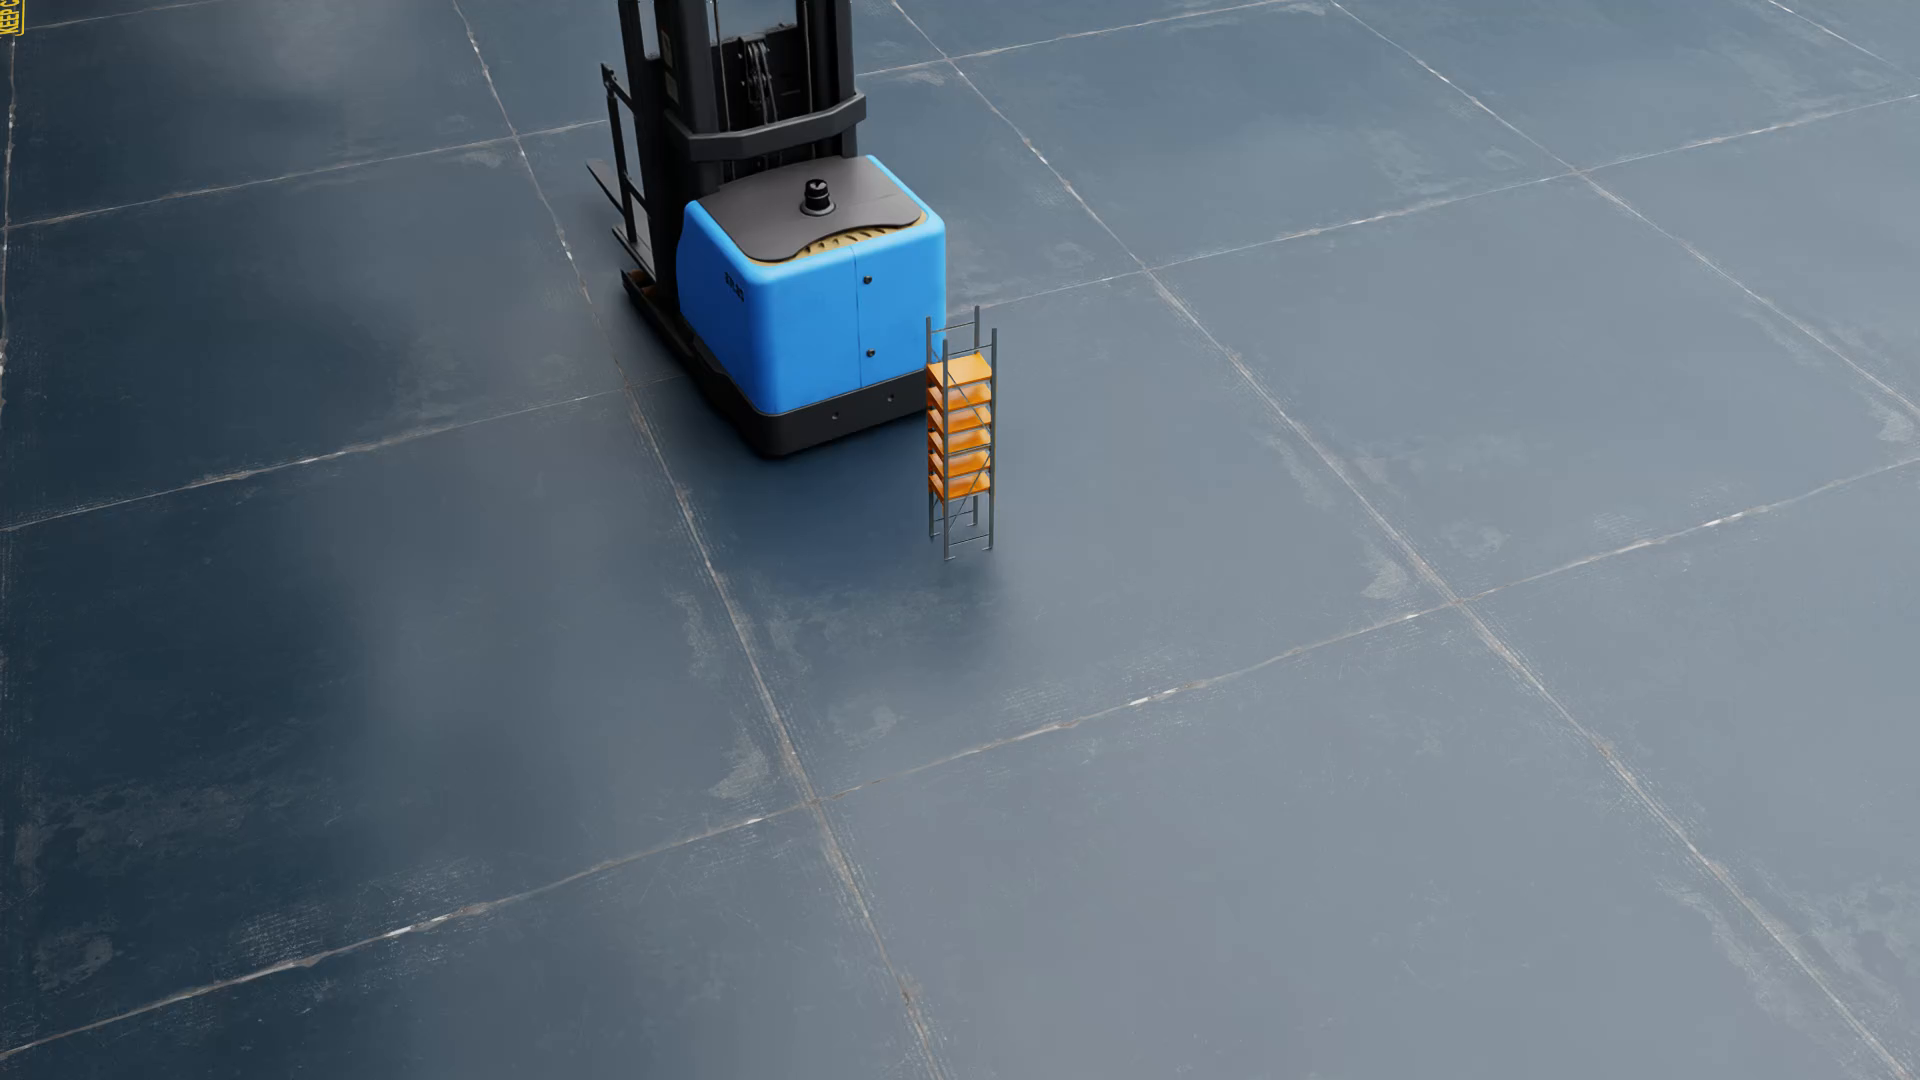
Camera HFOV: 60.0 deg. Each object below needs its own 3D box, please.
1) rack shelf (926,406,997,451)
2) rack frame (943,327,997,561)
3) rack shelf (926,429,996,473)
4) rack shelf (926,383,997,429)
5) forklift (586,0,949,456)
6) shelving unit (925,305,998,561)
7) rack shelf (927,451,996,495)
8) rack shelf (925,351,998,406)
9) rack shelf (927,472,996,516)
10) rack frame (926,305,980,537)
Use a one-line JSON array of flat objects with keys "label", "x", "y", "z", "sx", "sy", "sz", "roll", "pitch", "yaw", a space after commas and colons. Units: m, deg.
[{"label": "rack shelf", "x": 0.006, "y": -0.504, "z": 7.218, "sx": 0.258, "sy": 0.103, "sz": 0.180, "roll": -15, "pitch": 43, "yaw": -17}, {"label": "rack frame", "x": 0.041, "y": -0.391, "z": 7.203, "sx": 0.240, "sy": 1.200, "sz": 0.006, "roll": -15, "pitch": 43, "yaw": -17}, {"label": "rack shelf", "x": 0.006, "y": -0.413, "z": 7.296, "sx": 0.258, "sy": 0.103, "sz": 0.180, "roll": -15, "pitch": 43, "yaw": -17}, {"label": "rack shelf", "x": 0.006, "y": -0.594, "z": 7.140, "sx": 0.258, "sy": 0.103, "sz": 0.180, "roll": -15, "pitch": 43, "yaw": -17}, {"label": "forklift", "x": -1.211, "y": -2.466, "z": 8.289, "sx": 1.130, "sy": 2.935, "sz": 3.031, "roll": -20, "pitch": 45, "yaw": -22}, {"label": "shelving unit", "x": 0.006, "y": -0.446, "z": 7.267, "sx": 0.258, "sy": 1.200, "sz": 0.189, "roll": -15, "pitch": 43, "yaw": -17}, {"label": "rack shelf", "x": 0.006, "y": -0.322, "z": 7.374, "sx": 0.258, "sy": 0.103, "sz": 0.180, "roll": -15, "pitch": 43, "yaw": -17}, {"label": "rack shelf", "x": 0.006, "y": -0.685, "z": 7.062, "sx": 0.258, "sy": 0.103, "sz": 0.180, "roll": -15, "pitch": 43, "yaw": -17}, {"label": "rack shelf", "x": 0.006, "y": -0.231, "z": 7.453, "sx": 0.258, "sy": 0.103, "sz": 0.180, "roll": -15, "pitch": 43, "yaw": -17}, {"label": "rack frame", "x": -0.029, "y": -0.501, "z": 7.331, "sx": 0.240, "sy": 1.200, "sz": 0.006, "roll": -15, "pitch": 43, "yaw": -17}]
